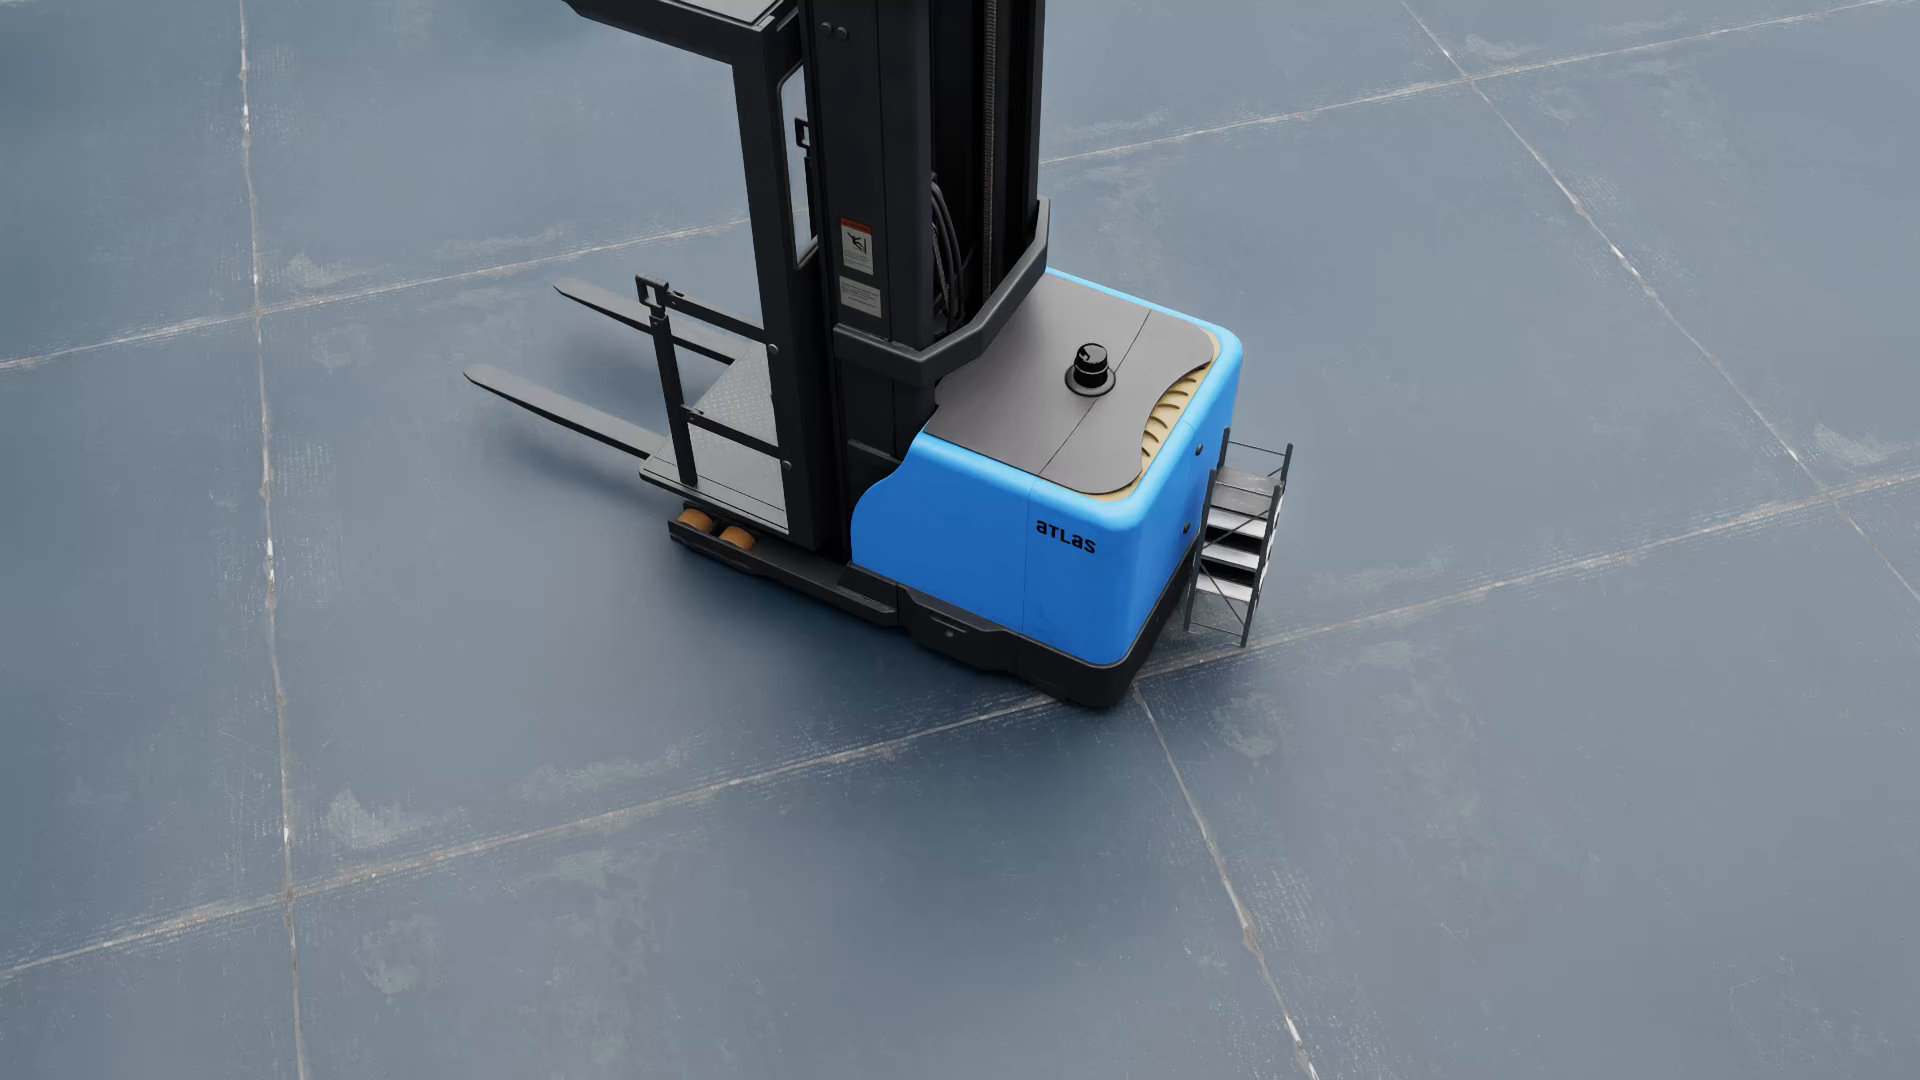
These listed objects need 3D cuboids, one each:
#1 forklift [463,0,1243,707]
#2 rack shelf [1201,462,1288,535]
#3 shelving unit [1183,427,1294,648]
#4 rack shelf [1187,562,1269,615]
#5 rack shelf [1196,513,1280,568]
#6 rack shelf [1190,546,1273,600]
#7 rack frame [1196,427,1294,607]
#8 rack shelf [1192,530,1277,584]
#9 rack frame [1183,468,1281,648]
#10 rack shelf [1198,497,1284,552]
[{"bbox_3d":[-0.551,-1.169,5.608,3.031,2.935,1.130,22,53,18],"label":"forklift"},{"bbox_3d":[0.985,-0.145,5.763,0.258,0.077,0.200,15,52,12],"label":"rack shelf"},{"bbox_3d":[0.985,0.008,5.944,0.258,0.900,0.210,15,52,12],"label":"shelving unit"},{"bbox_3d":[0.985,0.145,6.108,0.258,0.077,0.200,15,52,12],"label":"rack shelf"},{"bbox_3d":[0.985,-0.029,5.901,0.258,0.077,0.200,15,52,12],"label":"rack shelf"},{"bbox_3d":[0.985,0.087,6.039,0.258,0.077,0.200,15,52,12],"label":"rack shelf"},{"bbox_3d":[1.019,-0.065,6.006,0.240,0.900,0.006,15,52,12],"label":"rack frame"},{"bbox_3d":[0.985,0.029,5.970,0.258,0.077,0.200,15,52,12],"label":"rack shelf"},{"bbox_3d":[0.951,0.081,5.883,0.240,0.900,0.006,15,52,12],"label":"rack frame"},{"bbox_3d":[0.985,-0.087,5.832,0.258,0.077,0.200,15,52,12],"label":"rack shelf"}]
